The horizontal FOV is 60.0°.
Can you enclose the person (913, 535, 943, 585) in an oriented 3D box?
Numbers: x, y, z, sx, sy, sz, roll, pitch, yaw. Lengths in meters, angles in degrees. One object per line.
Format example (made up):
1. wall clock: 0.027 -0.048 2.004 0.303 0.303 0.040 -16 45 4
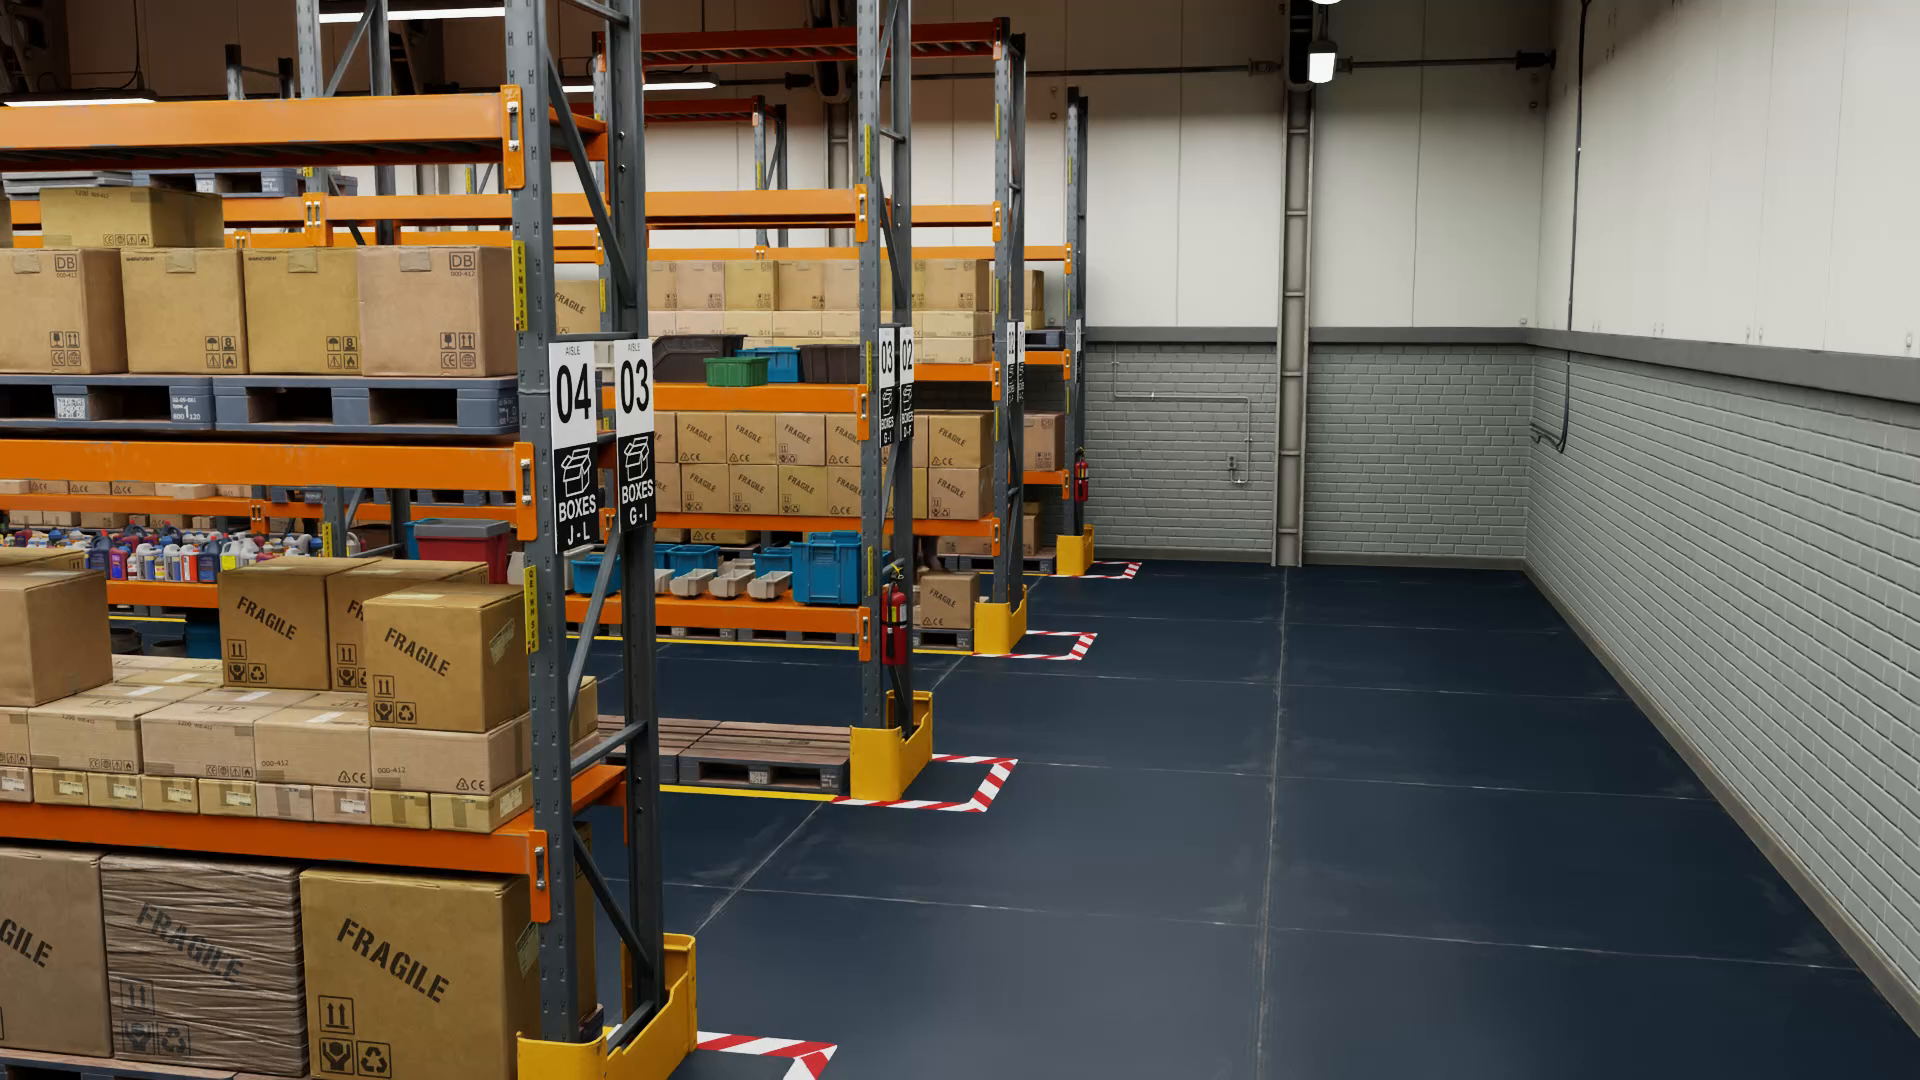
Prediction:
1. person: -0.452 -0.161 19.084 0.558 1.716 0.624 -5 9 -30
